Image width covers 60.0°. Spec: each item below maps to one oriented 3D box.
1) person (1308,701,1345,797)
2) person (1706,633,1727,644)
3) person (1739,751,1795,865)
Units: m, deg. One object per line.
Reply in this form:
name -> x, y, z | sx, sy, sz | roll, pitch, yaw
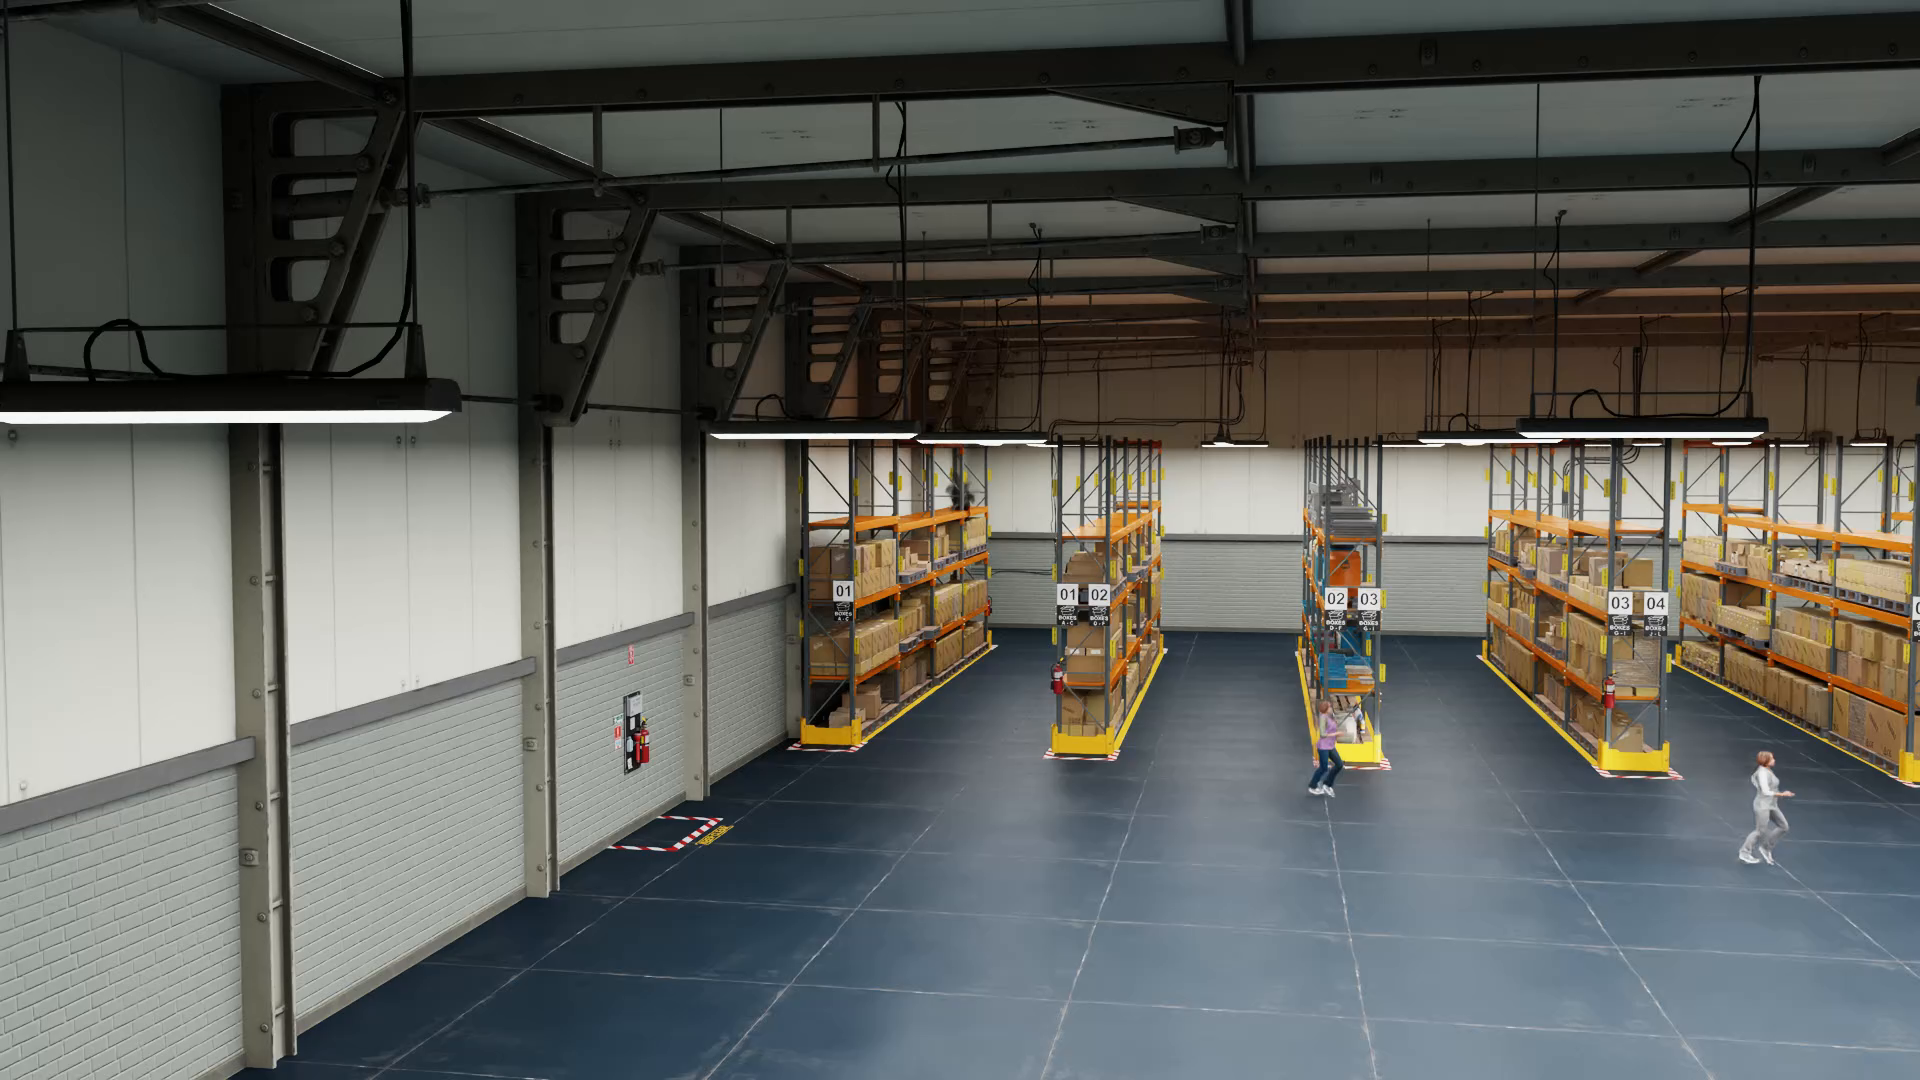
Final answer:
person -> 6.051, 3.442, 27.369 | 0.639, 1.608, 0.517 | 2, 4, 34
person -> 20.627, 2.368, 45.364 | 1.014, 1.802, 0.662 | 0, 3, 5
person -> 11.088, 3.692, 22.832 | 0.678, 1.567, 0.512 | 3, 4, 40
